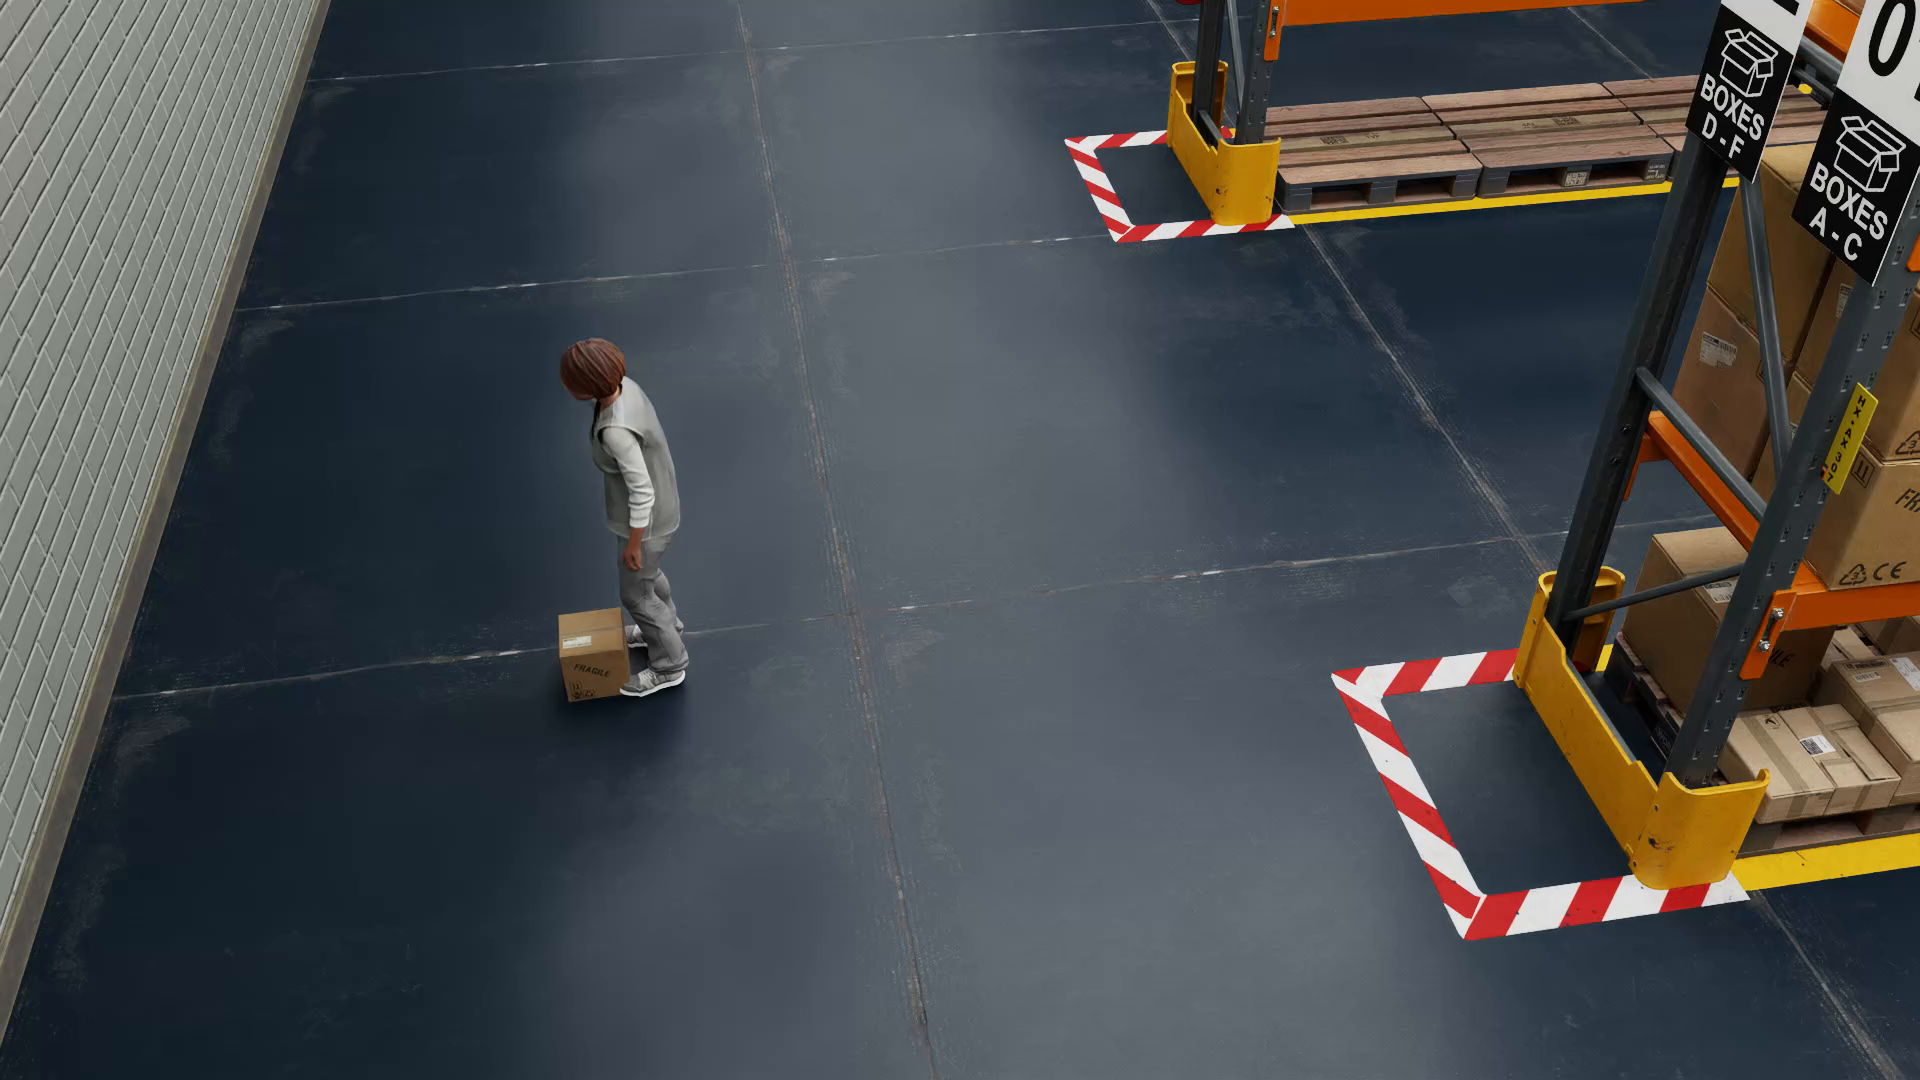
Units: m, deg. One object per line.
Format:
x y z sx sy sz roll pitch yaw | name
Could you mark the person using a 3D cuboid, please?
-1.230 -0.093 6.277 0.346 1.592 0.479 -9 40 -10 | person
